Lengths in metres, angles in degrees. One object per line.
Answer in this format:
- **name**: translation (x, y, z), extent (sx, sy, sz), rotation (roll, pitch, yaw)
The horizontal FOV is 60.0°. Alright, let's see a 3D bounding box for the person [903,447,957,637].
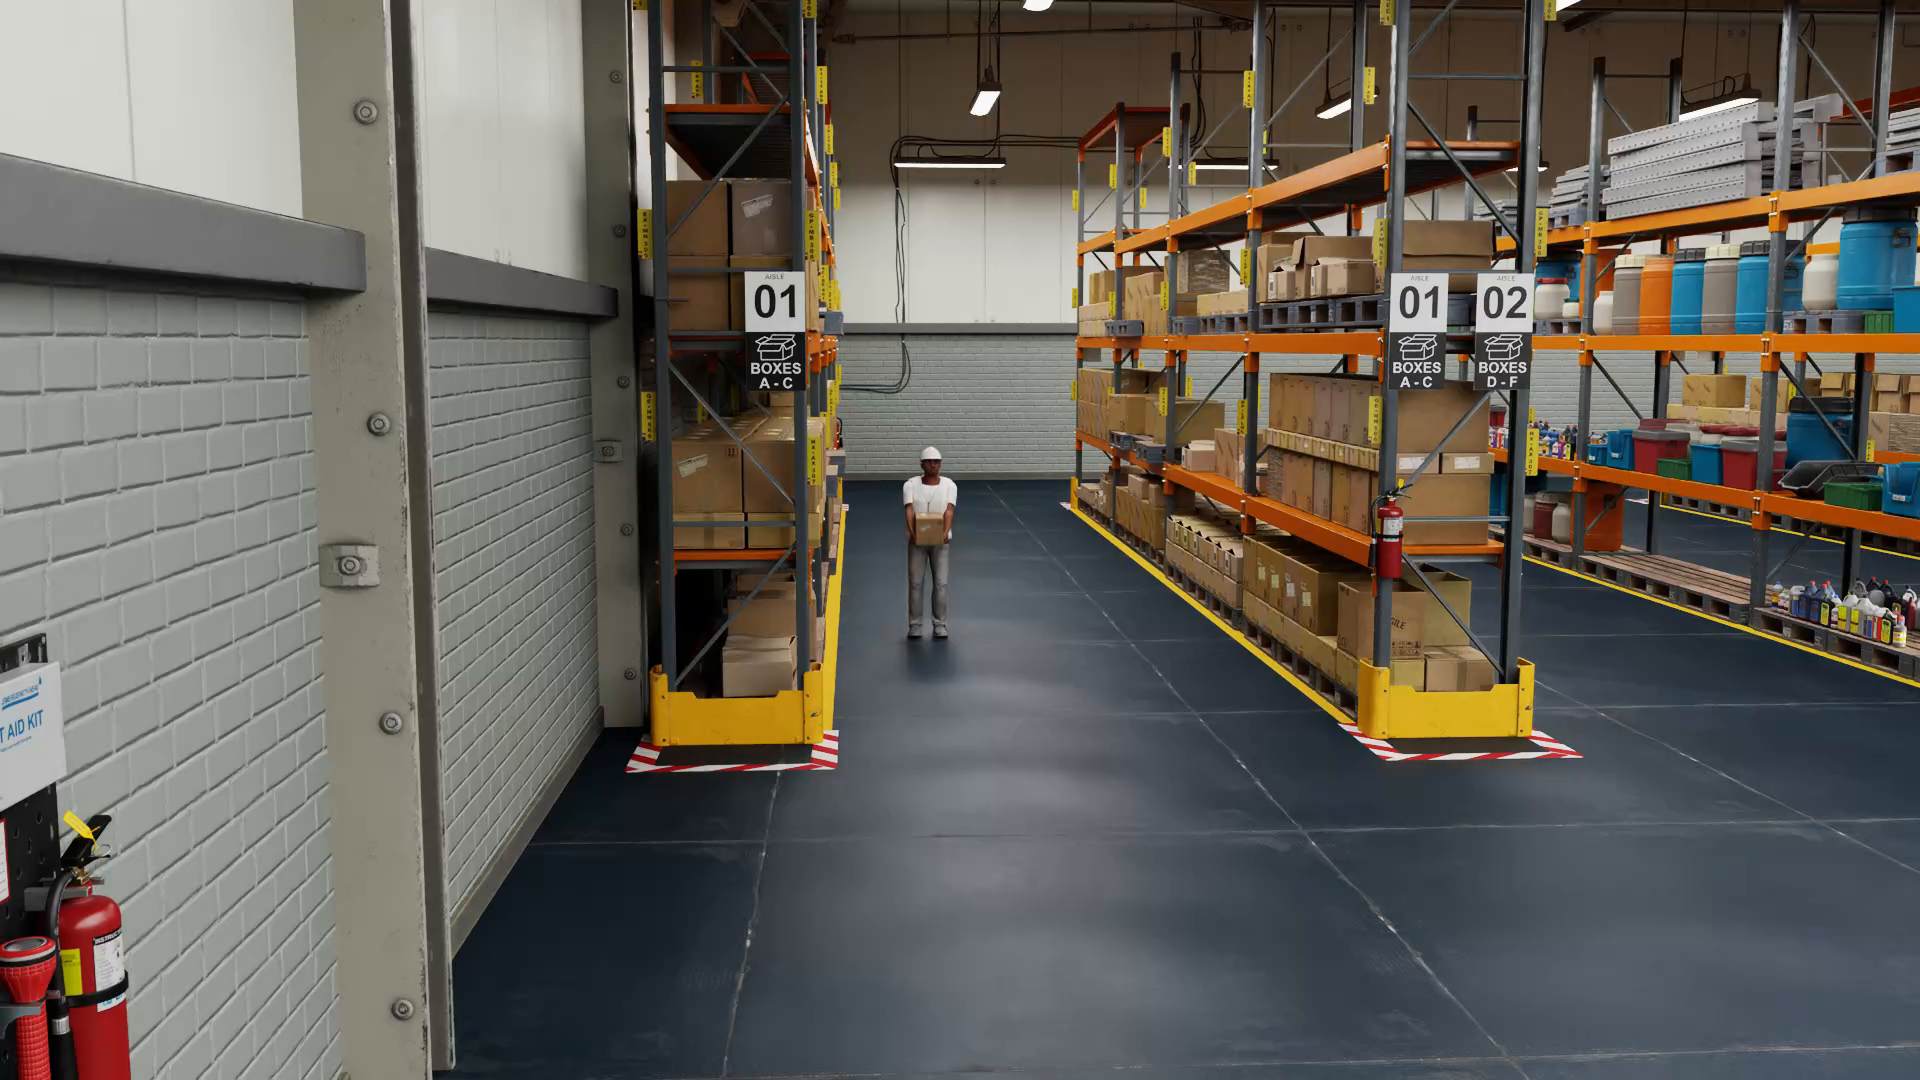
- **person**: translation (-0.275, 0.026, 15.450), extent (0.504, 1.760, 0.585), rotation (0, 7, -3)
